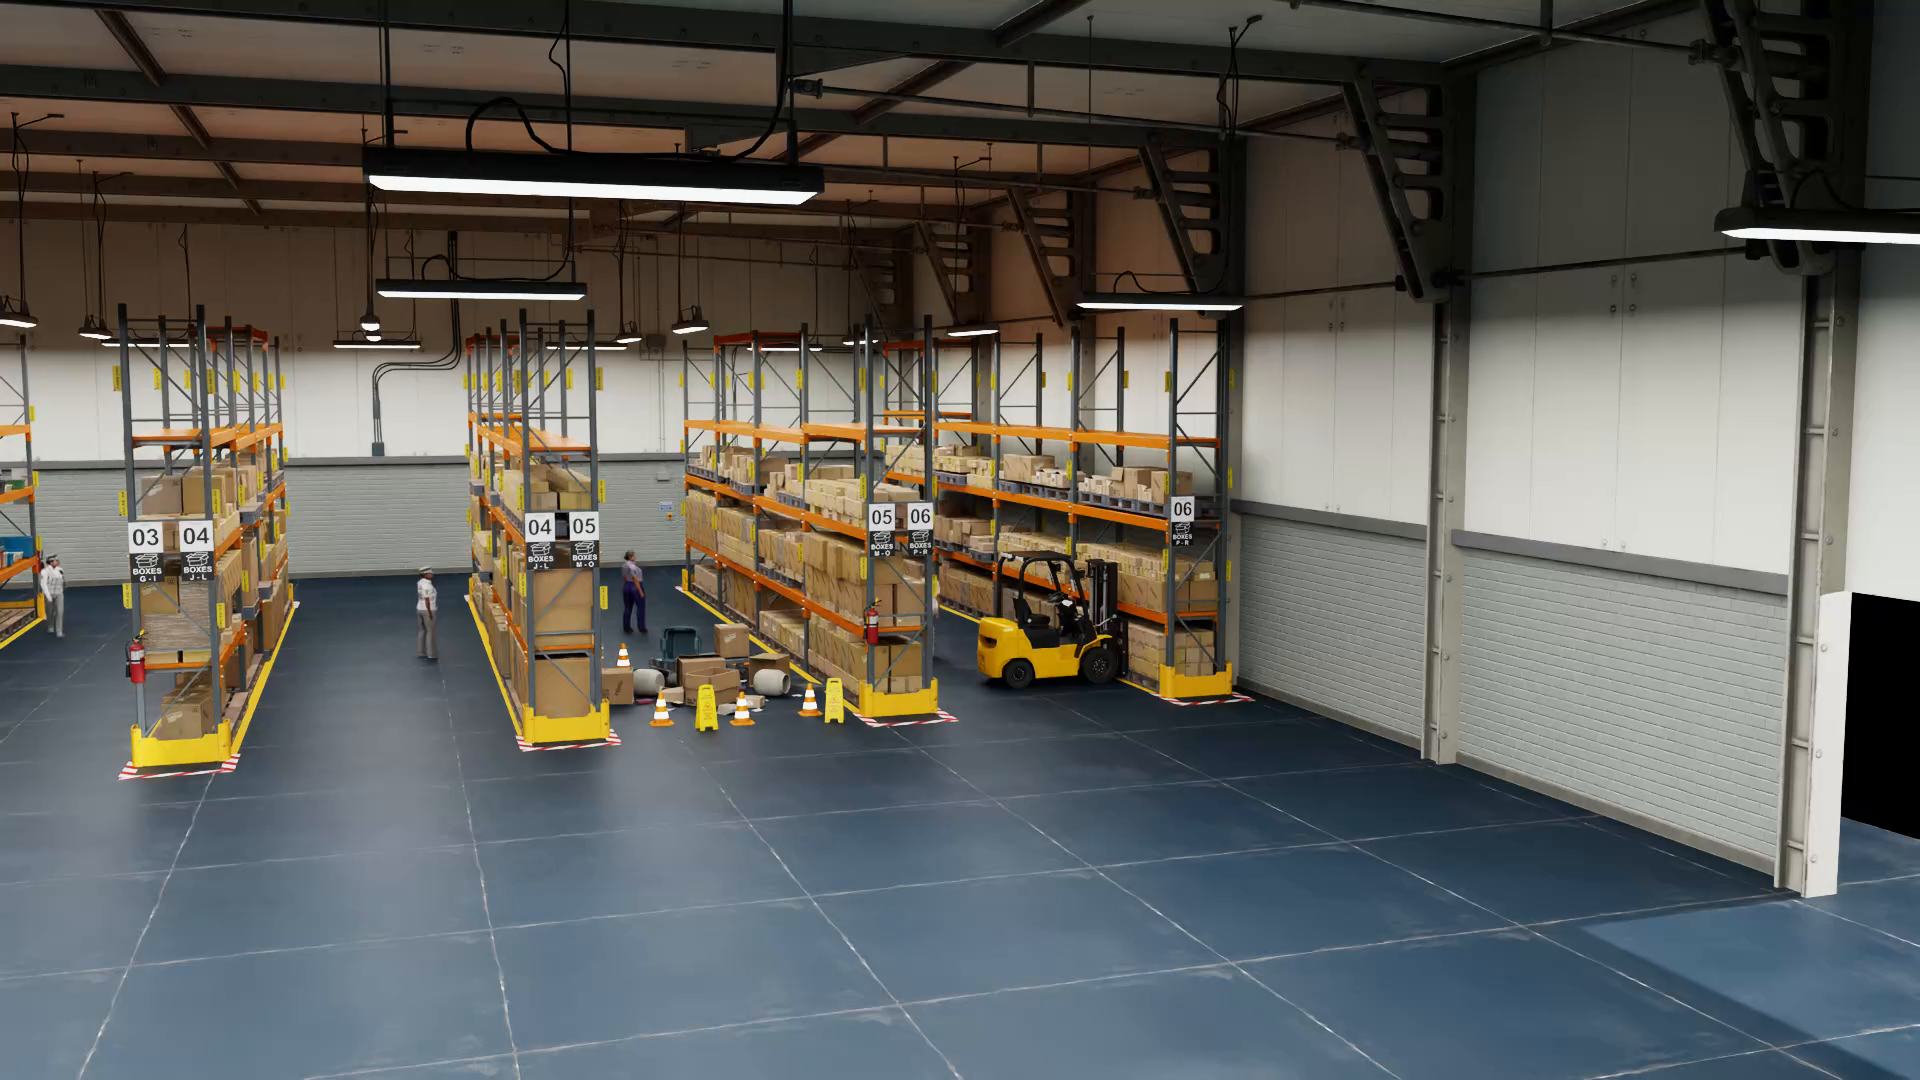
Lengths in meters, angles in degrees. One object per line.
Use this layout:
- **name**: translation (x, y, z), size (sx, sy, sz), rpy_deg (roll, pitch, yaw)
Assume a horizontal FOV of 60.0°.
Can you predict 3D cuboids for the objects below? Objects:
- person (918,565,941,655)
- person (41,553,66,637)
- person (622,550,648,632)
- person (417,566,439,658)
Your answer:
- **person**: translation (-0.639, 1.290, 30.422), size (0.470, 1.682, 0.735), rpy_deg (-2, 6, -22)
- **person**: translation (-17.862, 1.077, 32.766), size (0.429, 1.636, 0.944), rpy_deg (-3, 6, -30)
- **person**: translation (-6.547, 1.025, 33.358), size (0.550, 1.647, 0.402), rpy_deg (3, 6, 30)
- **person**: translation (-9.678, 1.300, 30.248), size (0.365, 1.690, 0.529), rpy_deg (-5, 7, -43)
